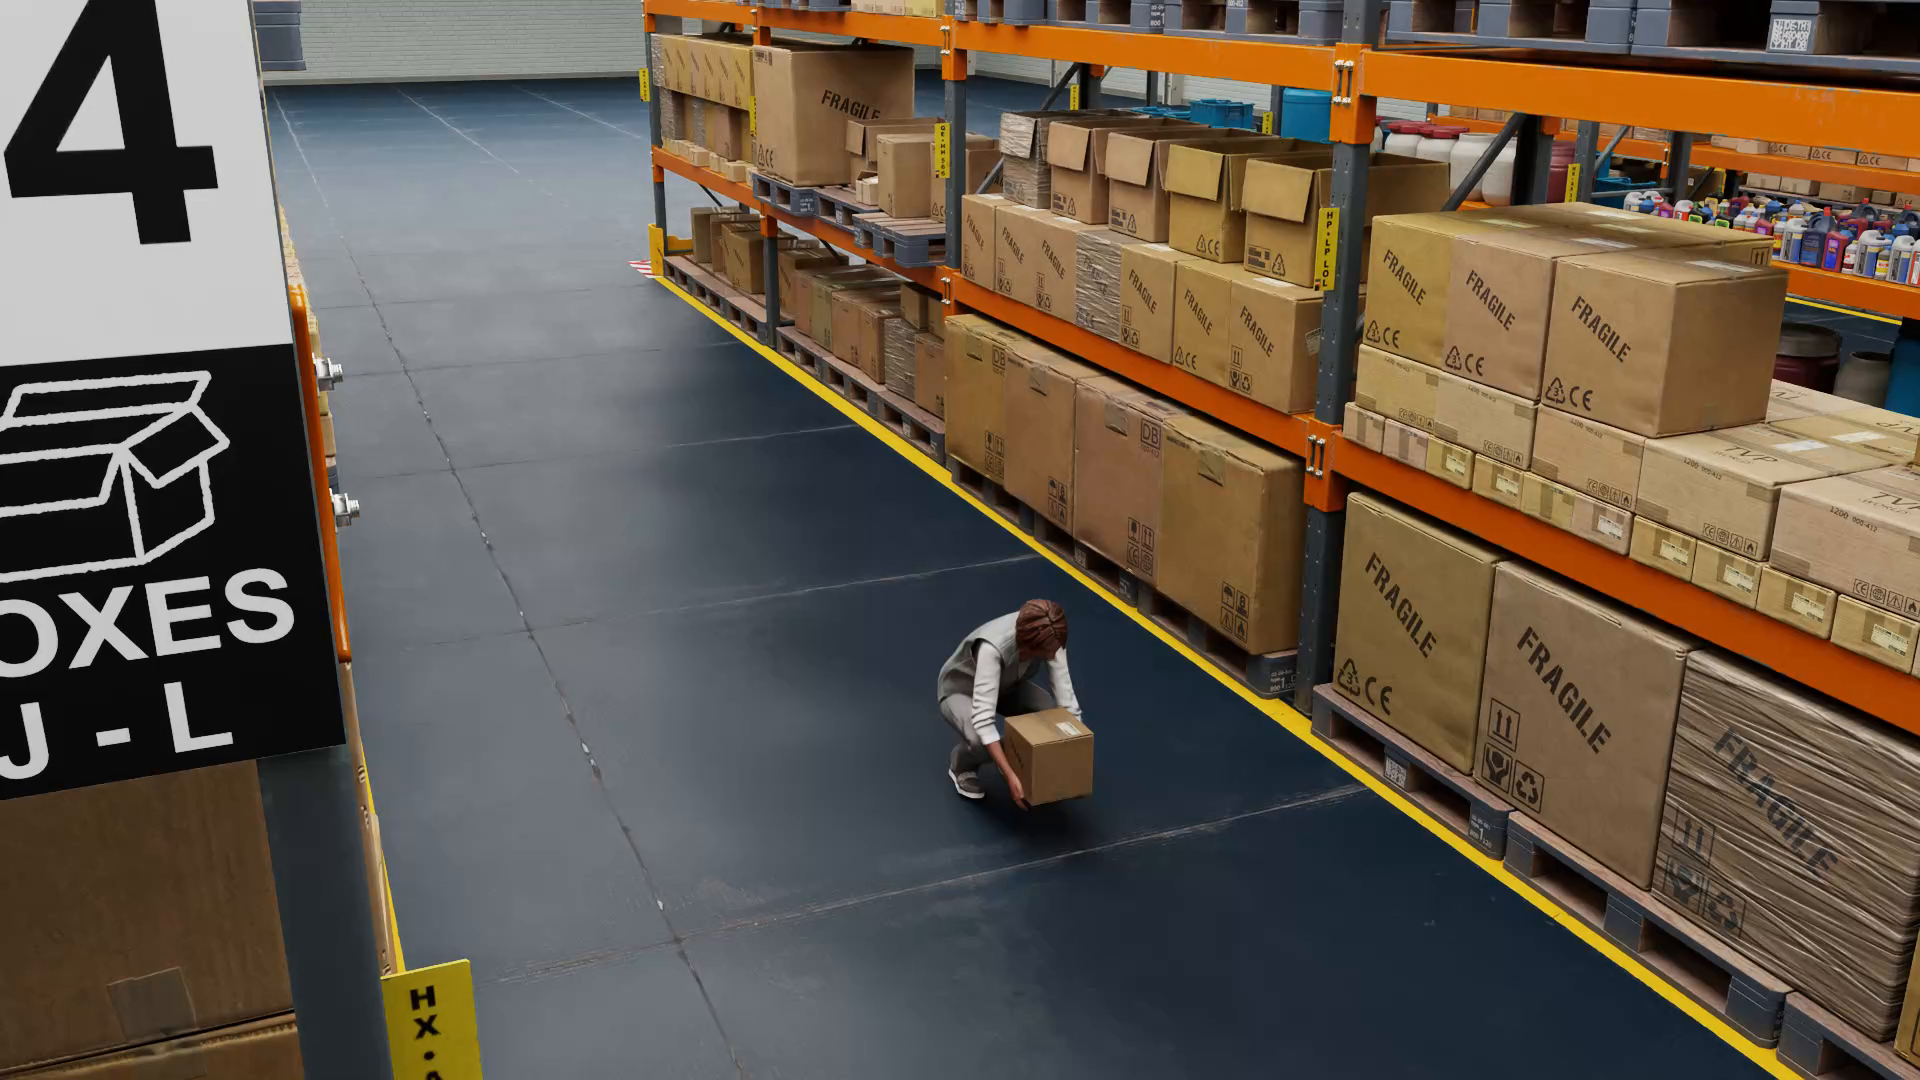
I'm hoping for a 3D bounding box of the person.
[{"bbox_3d":[0.184,0.597,6.442,0.440,0.899,0.796,-8,21,-22],"label":"person"}]
